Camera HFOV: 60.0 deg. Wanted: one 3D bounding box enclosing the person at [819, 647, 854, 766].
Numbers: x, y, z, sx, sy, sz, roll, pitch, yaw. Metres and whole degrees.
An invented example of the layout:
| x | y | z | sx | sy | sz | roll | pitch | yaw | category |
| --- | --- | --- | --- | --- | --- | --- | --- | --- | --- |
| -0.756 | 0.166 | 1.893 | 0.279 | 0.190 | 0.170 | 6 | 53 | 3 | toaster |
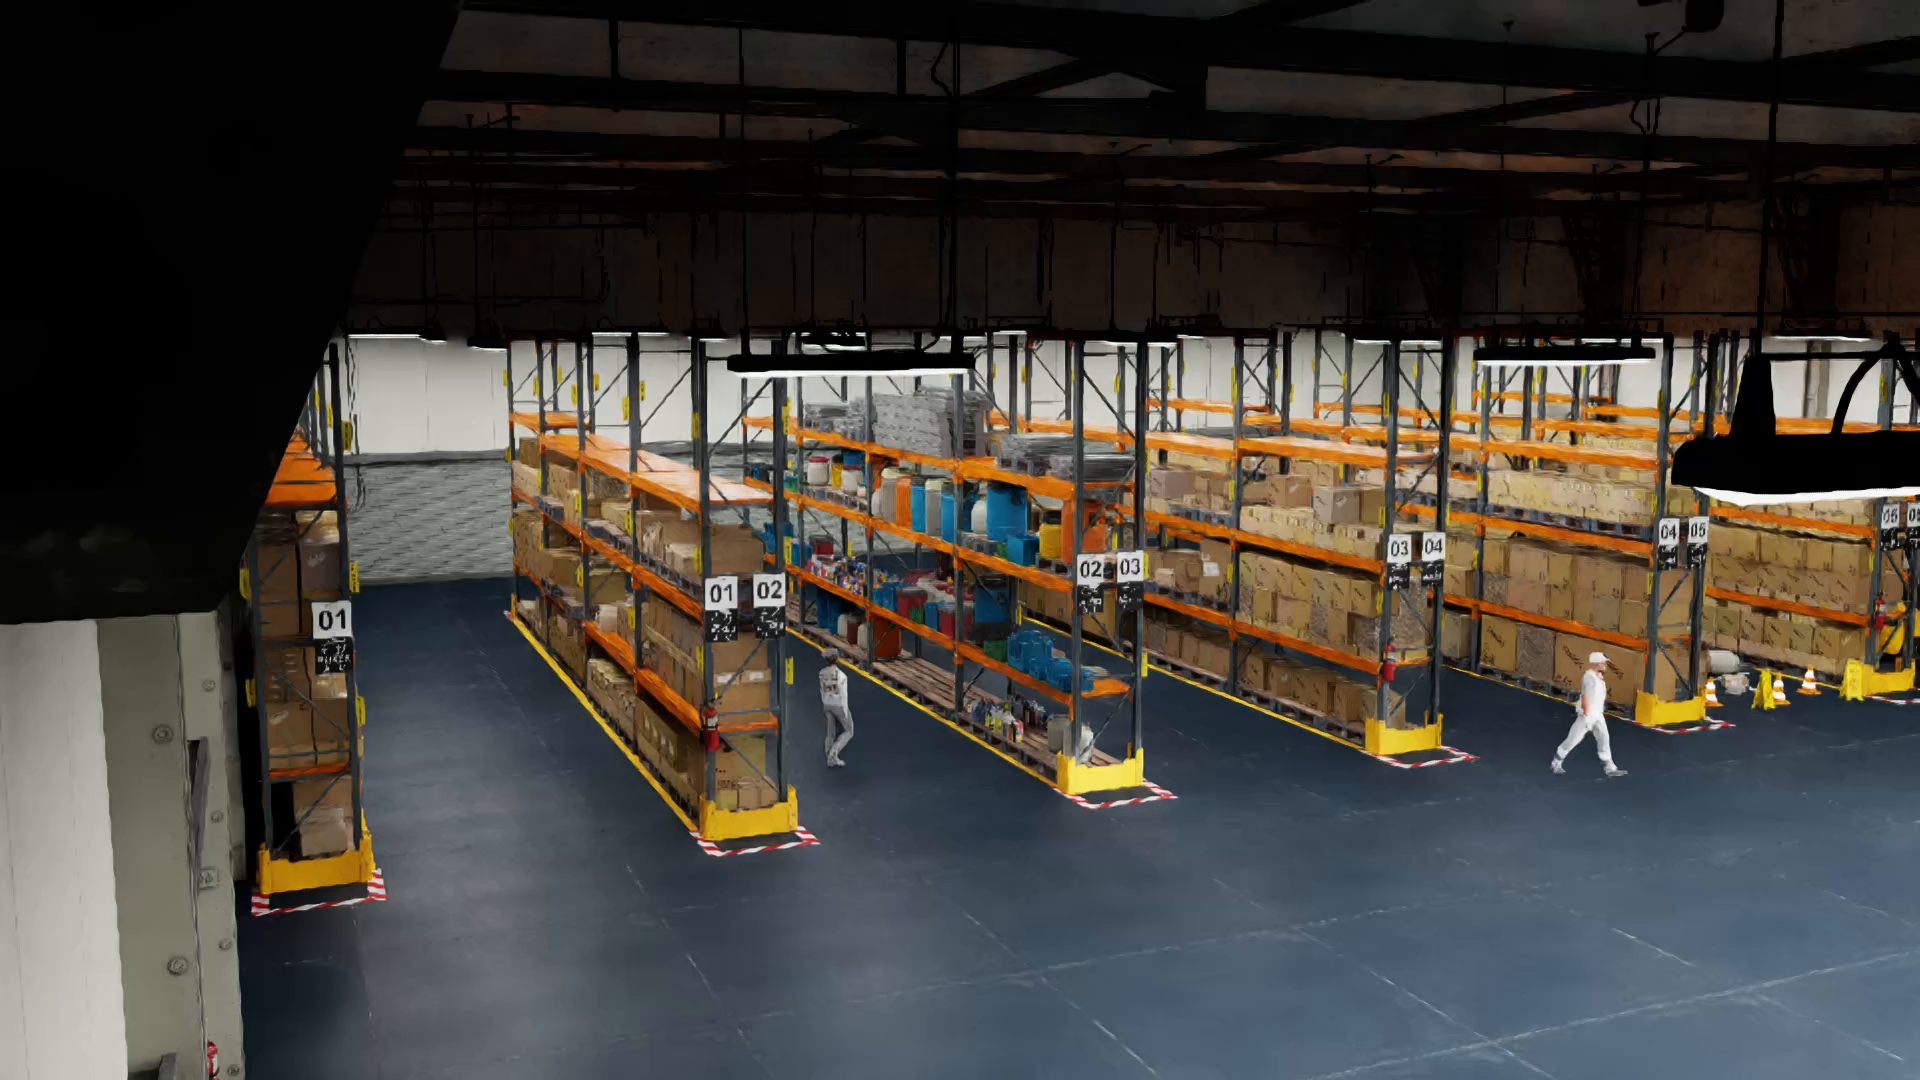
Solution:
| x | y | z | sx | sy | sz | roll | pitch | yaw | category |
| --- | --- | --- | --- | --- | --- | --- | --- | --- | --- |
| -1.765 | 2.348 | 23.258 | 0.516 | 1.675 | 0.414 | 6 | 10 | 39 | person |

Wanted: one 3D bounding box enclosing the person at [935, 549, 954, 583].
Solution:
| x | y | z | sx | sy | sz | roll | pitch | yaw | category |
| --- | --- | --- | --- | --- | --- | --- | --- | --- | --- |
| -0.246 | 0.537 | 36.310 | 0.598 | 1.698 | 1.193 | -3 | 8 | -20 | person |

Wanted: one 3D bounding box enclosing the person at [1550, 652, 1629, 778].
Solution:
| x | y | z | sx | sy | sz | roll | pitch | yaw | category |
| --- | --- | --- | --- | --- | --- | --- | --- | --- | --- |
| 8.609 | 2.385 | 22.696 | 0.947 | 1.761 | 0.586 | 7 | 10 | 41 | person |
